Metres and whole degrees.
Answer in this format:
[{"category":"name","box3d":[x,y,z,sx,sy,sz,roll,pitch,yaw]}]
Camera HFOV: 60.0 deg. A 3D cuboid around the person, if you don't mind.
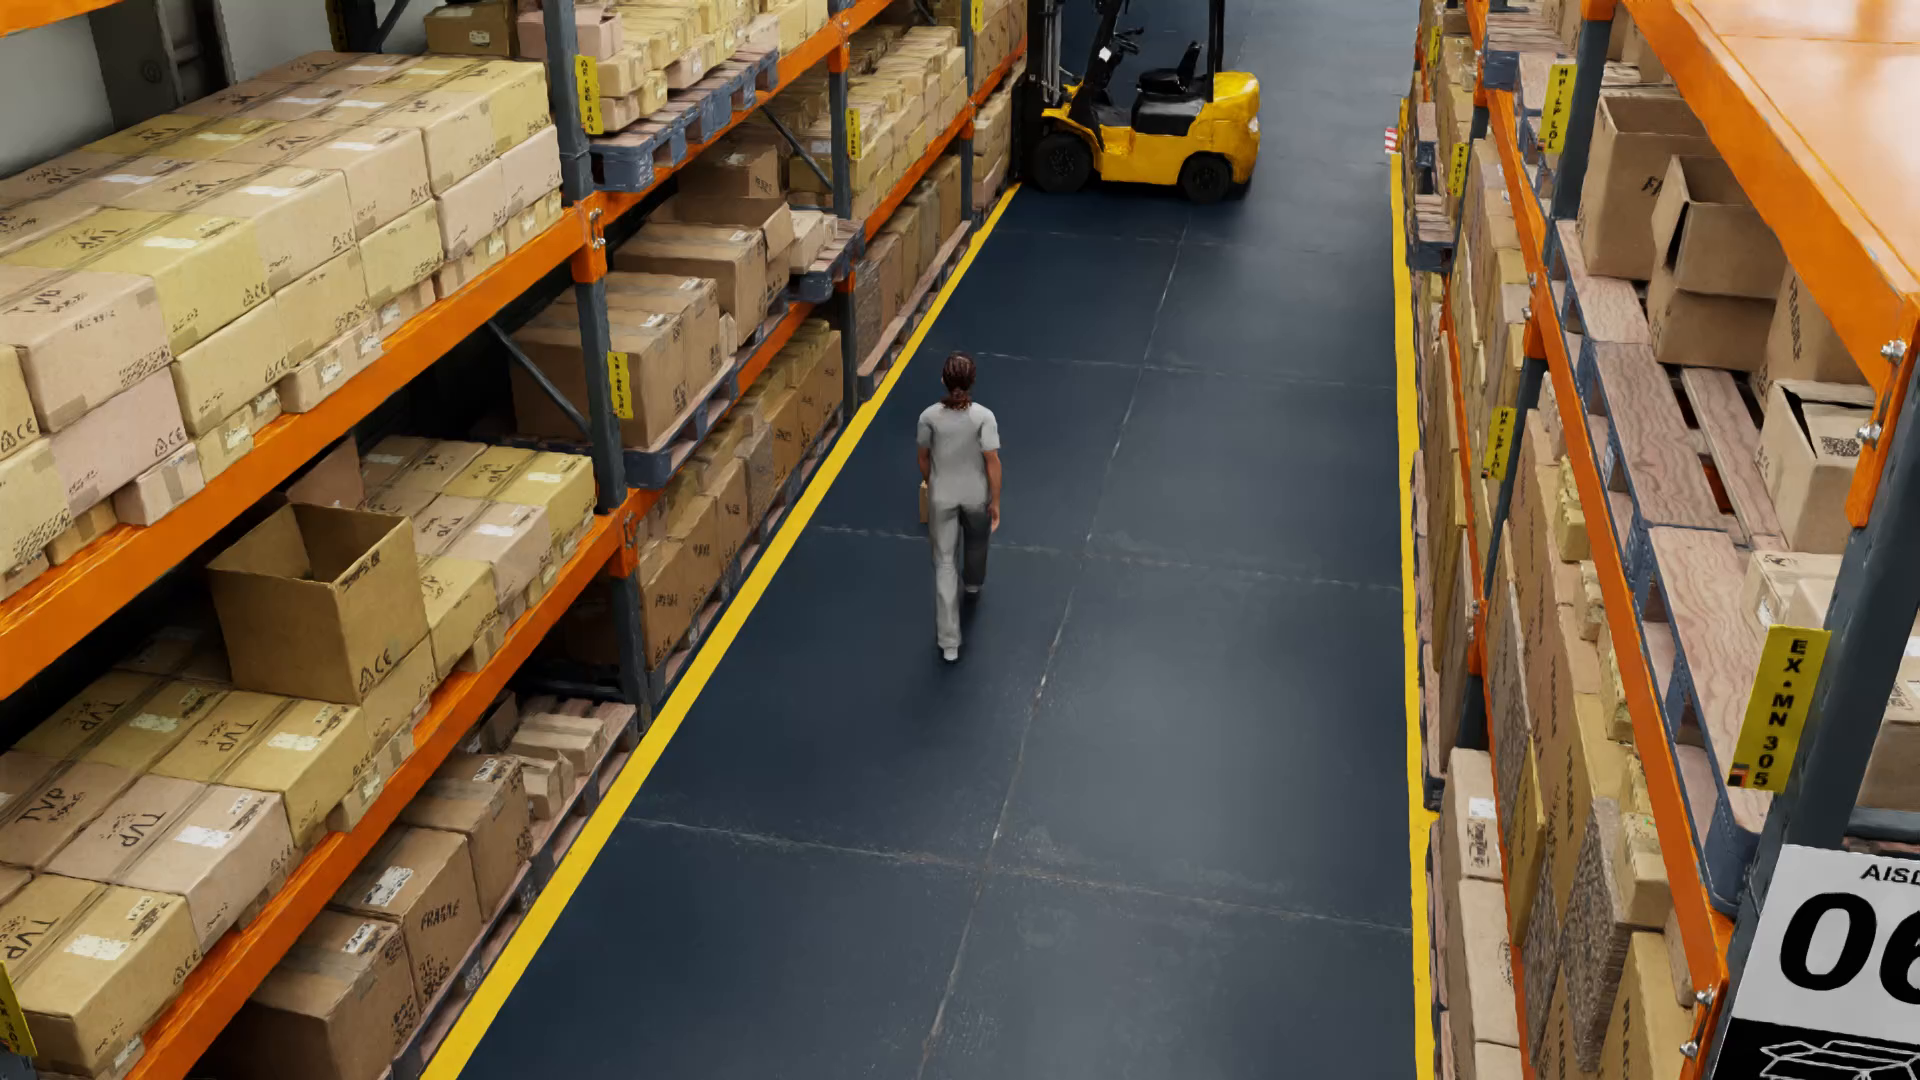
[{"category":"person","box3d":[-0.011,-0.175,9.174,0.457,1.365,0.994,-1,29,-1]}]
